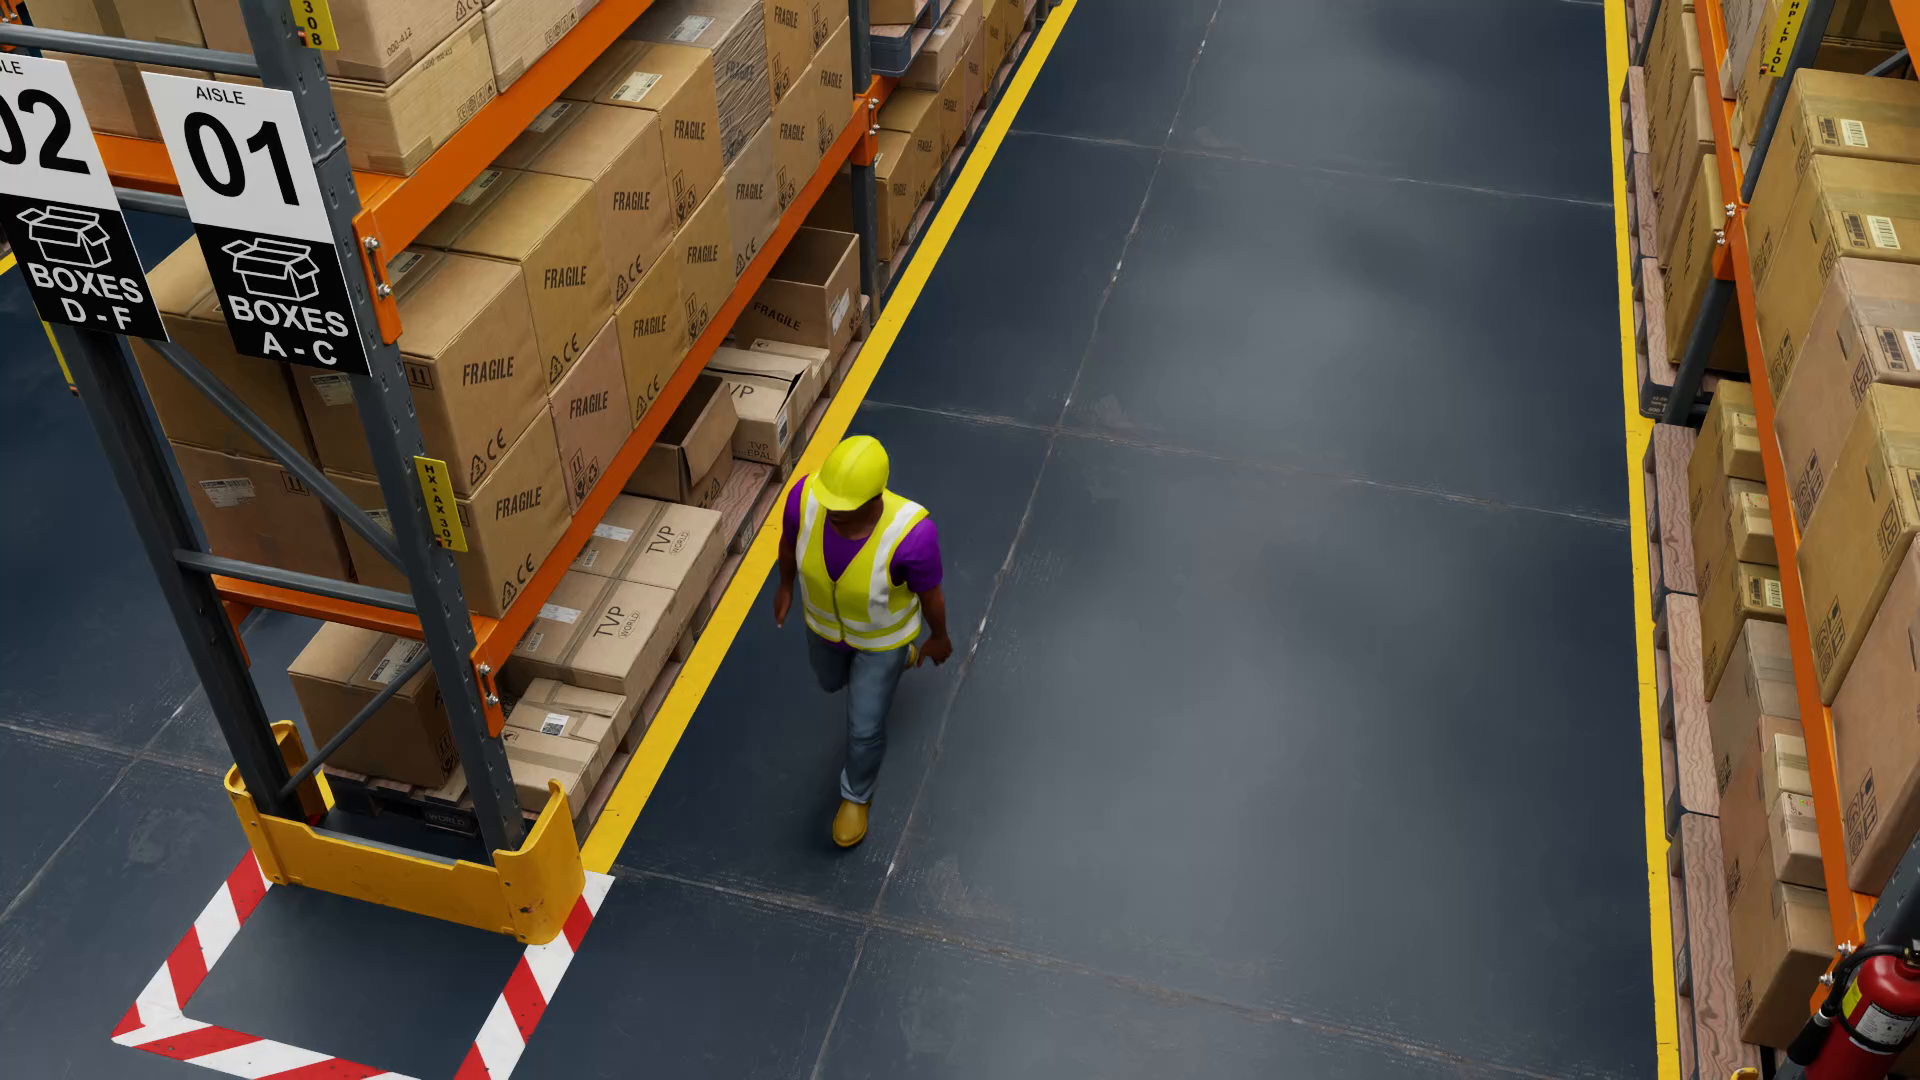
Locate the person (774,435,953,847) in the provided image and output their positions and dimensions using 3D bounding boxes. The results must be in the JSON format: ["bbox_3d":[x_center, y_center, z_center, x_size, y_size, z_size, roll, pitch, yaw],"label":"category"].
[{"bbox_3d":[-0.334,0.219,5.893,0.665,1.739,0.865,16,43,18],"label":"person"}]
